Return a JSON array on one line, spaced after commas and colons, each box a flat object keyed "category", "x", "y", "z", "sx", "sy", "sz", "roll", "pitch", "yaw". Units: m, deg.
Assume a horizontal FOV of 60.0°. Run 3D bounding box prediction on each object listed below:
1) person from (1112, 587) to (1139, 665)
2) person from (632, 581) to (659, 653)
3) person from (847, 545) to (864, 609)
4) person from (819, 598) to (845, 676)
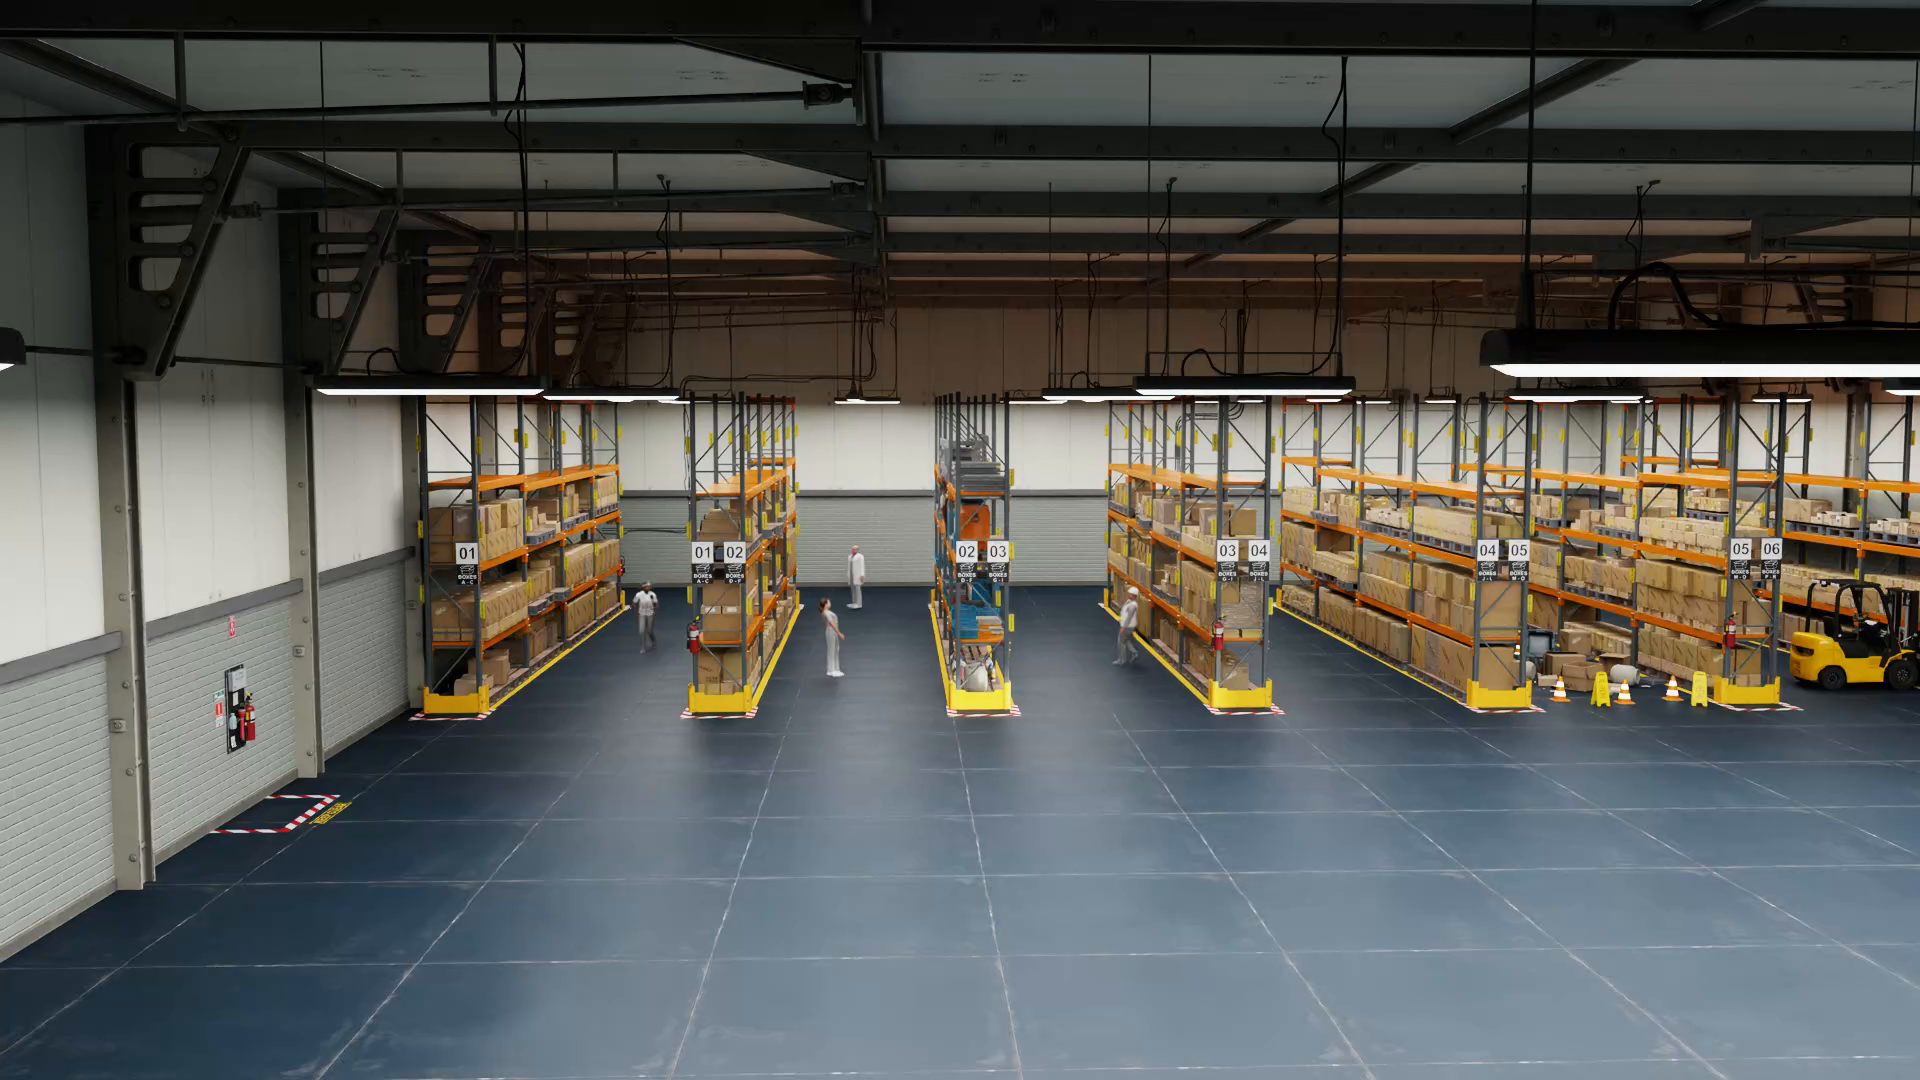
[{"category": "person", "x": 3.669, "y": 1.911, "z": 36.879, "sx": 0.589, "sy": 1.748, "sz": 0.595, "roll": 1, "pitch": 5, "yaw": 14}, {"category": "person", "x": -7.366, "y": 1.795, "z": 38.973, "sx": 0.596, "sy": 1.725, "sz": 0.722, "roll": 0, "pitch": 5, "yaw": 3}, {"category": "person", "x": -3.008, "y": 1.041, "z": 47.288, "sx": 0.660, "sy": 1.785, "sz": 0.444, "roll": 4, "pitch": 6, "yaw": 43}, {"category": "person", "x": -2.677, "y": 2.051, "z": 35.158, "sx": 0.582, "sy": 1.680, "sz": 0.541, "roll": 1, "pitch": 5, "yaw": 12}]
